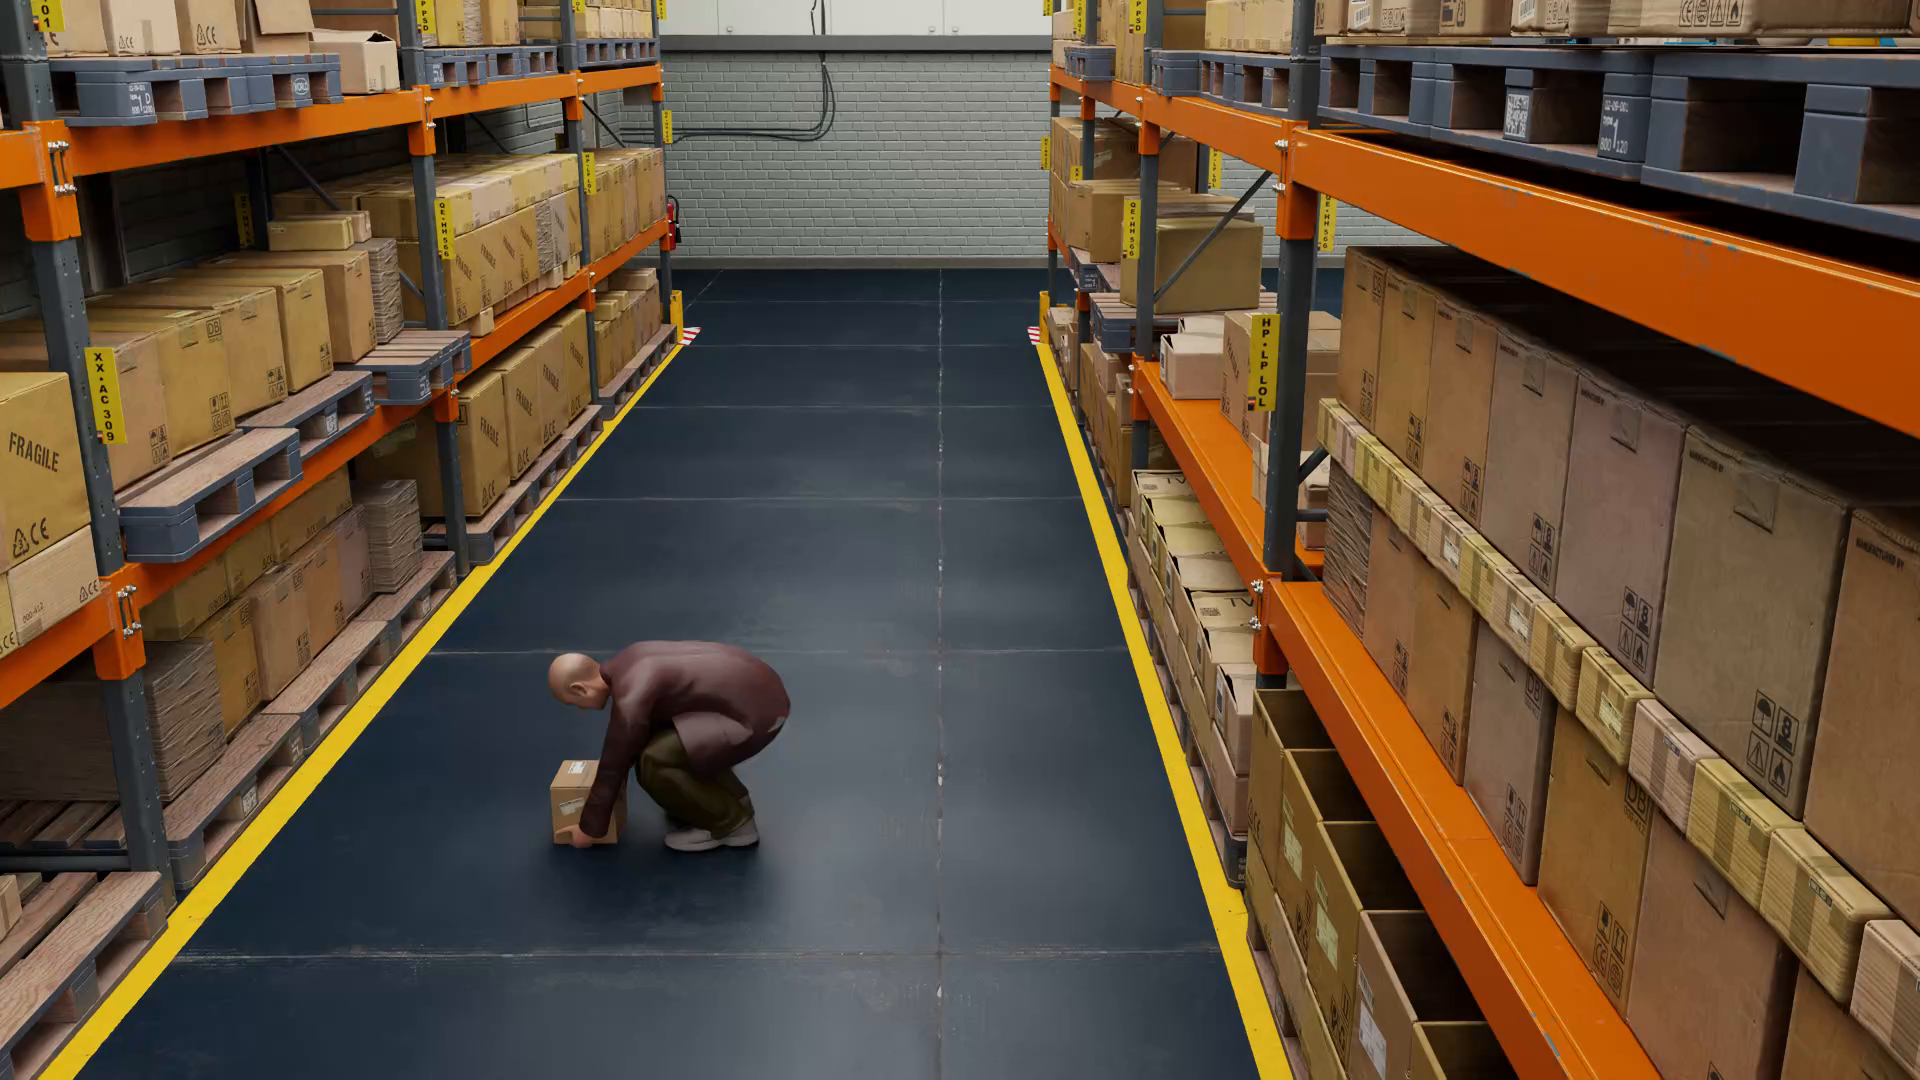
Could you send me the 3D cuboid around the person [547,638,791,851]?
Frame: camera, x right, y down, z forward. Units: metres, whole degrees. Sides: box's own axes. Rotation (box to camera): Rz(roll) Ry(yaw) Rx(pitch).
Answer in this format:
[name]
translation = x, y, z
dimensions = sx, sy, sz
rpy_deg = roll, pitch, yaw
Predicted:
[person]
translation = -1.142, 0.807, 6.633
dimensions = 0.943, 0.815, 0.575
rpy_deg = -1, 17, -2
